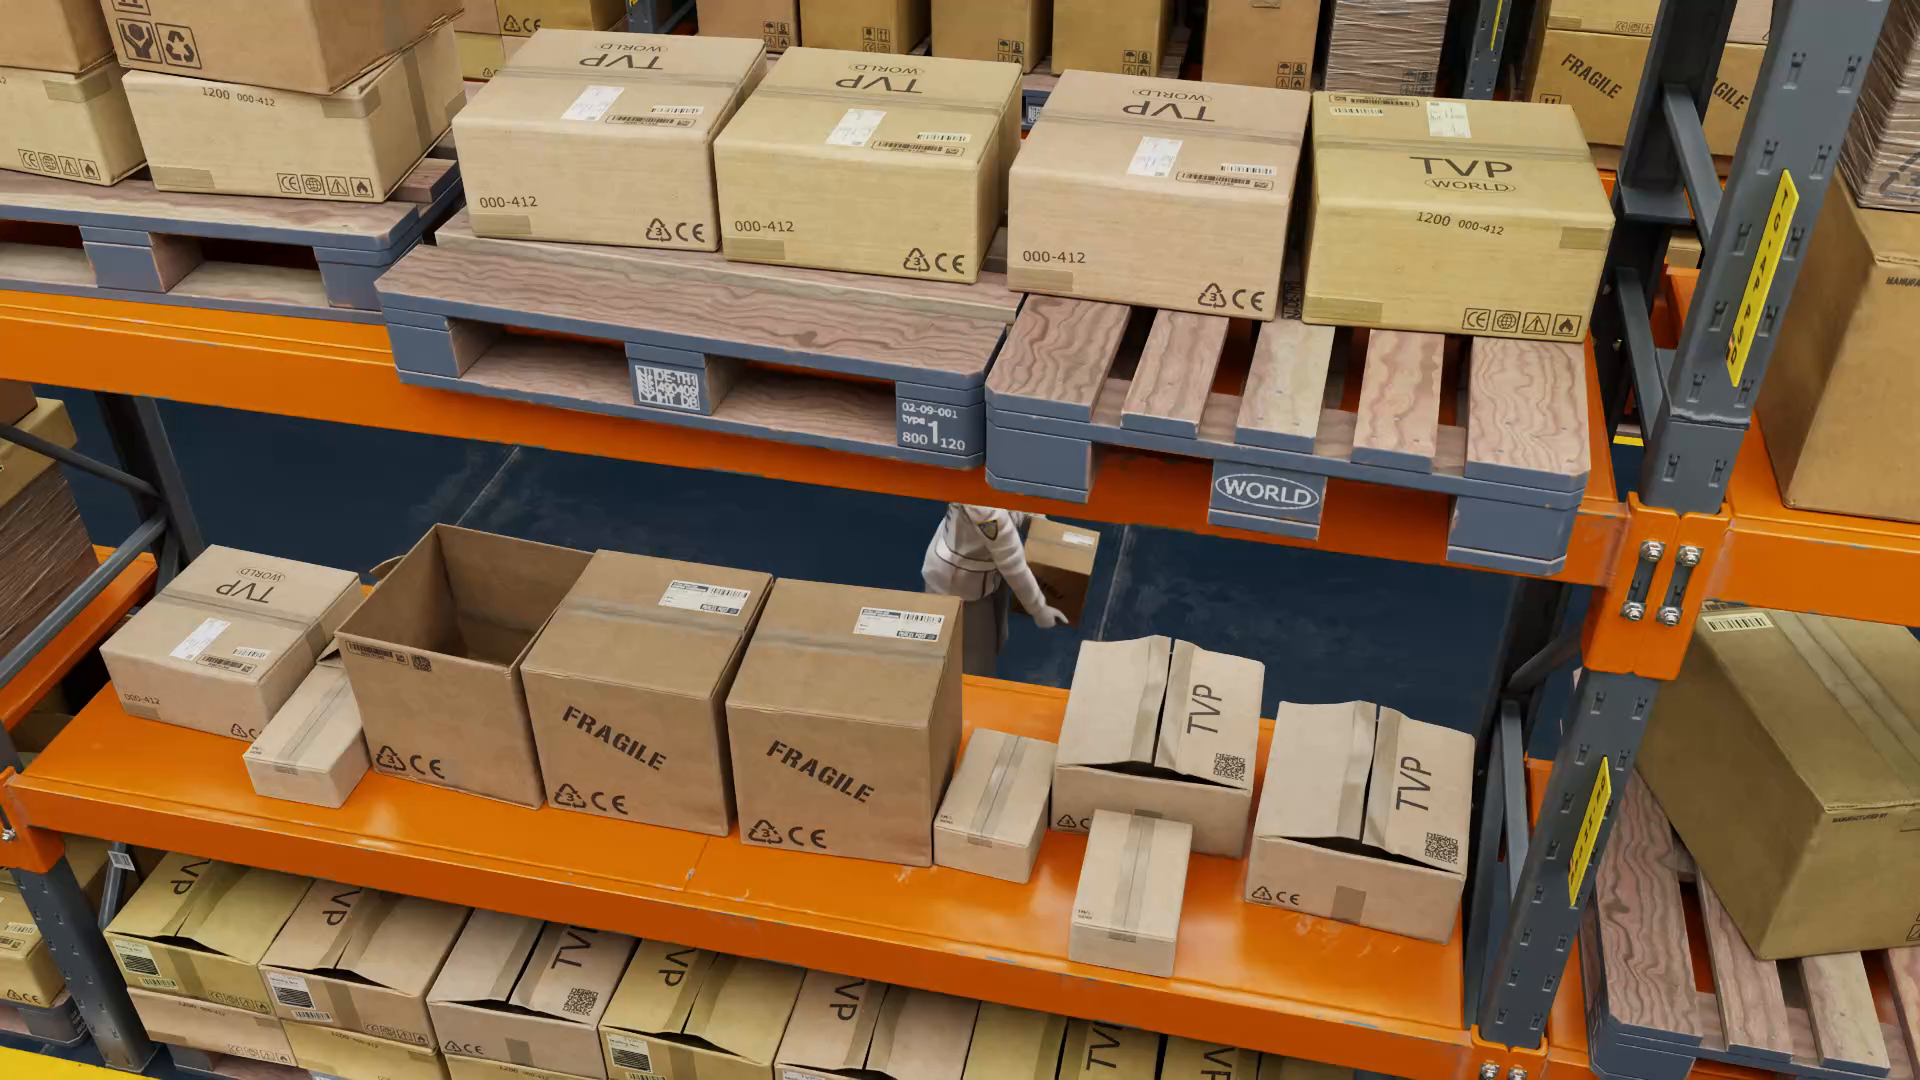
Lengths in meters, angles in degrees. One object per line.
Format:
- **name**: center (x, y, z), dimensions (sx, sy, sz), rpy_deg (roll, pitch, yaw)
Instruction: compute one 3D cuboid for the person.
- **person**: center (0.143, 0.150, 5.956), dimensions (0.544, 1.663, 0.416), rpy_deg (7, 37, 9)
